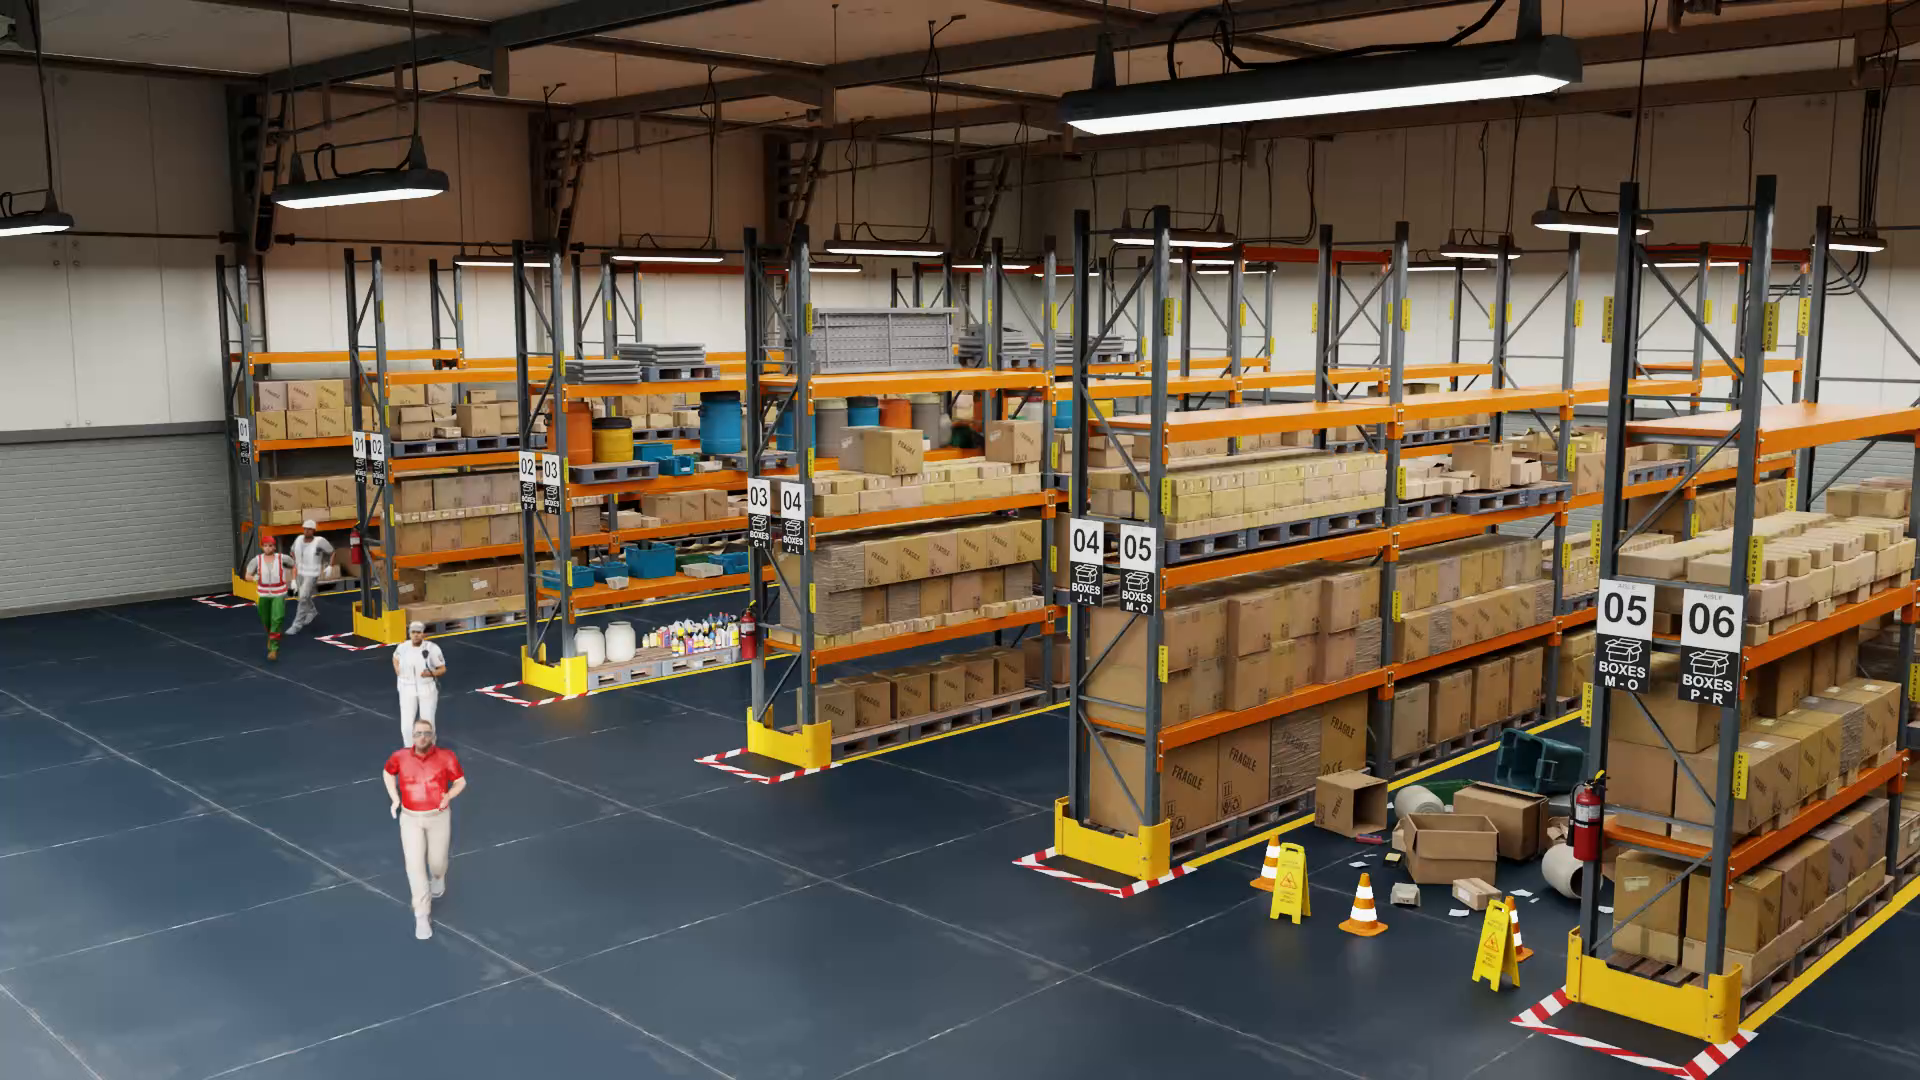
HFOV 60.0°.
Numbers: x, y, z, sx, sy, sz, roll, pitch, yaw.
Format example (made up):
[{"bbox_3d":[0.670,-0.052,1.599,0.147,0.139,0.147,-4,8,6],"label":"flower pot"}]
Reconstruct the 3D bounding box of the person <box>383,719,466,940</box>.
[{"bbox_3d":[-4.479,2.355,13.949,0.663,1.738,0.966,-2,8,-16],"label":"person"}]

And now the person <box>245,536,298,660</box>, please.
[{"bbox_3d":[-10.055,0.804,24.303,0.690,1.763,1.024,-2,8,-13],"label":"person"}]

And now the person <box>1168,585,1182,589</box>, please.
[{"bbox_3d":[2.625,1.383,20.304,0.673,1.754,0.994,5,9,31],"label":"person"}]

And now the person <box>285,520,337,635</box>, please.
[{"bbox_3d":[-10.279,0.556,26.287,0.752,1.781,0.909,2,8,16],"label":"person"}]

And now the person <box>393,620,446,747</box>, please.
[{"bbox_3d":[-6.011,1.734,18.525,0.591,1.721,0.806,-2,8,-12],"label":"person"}]
